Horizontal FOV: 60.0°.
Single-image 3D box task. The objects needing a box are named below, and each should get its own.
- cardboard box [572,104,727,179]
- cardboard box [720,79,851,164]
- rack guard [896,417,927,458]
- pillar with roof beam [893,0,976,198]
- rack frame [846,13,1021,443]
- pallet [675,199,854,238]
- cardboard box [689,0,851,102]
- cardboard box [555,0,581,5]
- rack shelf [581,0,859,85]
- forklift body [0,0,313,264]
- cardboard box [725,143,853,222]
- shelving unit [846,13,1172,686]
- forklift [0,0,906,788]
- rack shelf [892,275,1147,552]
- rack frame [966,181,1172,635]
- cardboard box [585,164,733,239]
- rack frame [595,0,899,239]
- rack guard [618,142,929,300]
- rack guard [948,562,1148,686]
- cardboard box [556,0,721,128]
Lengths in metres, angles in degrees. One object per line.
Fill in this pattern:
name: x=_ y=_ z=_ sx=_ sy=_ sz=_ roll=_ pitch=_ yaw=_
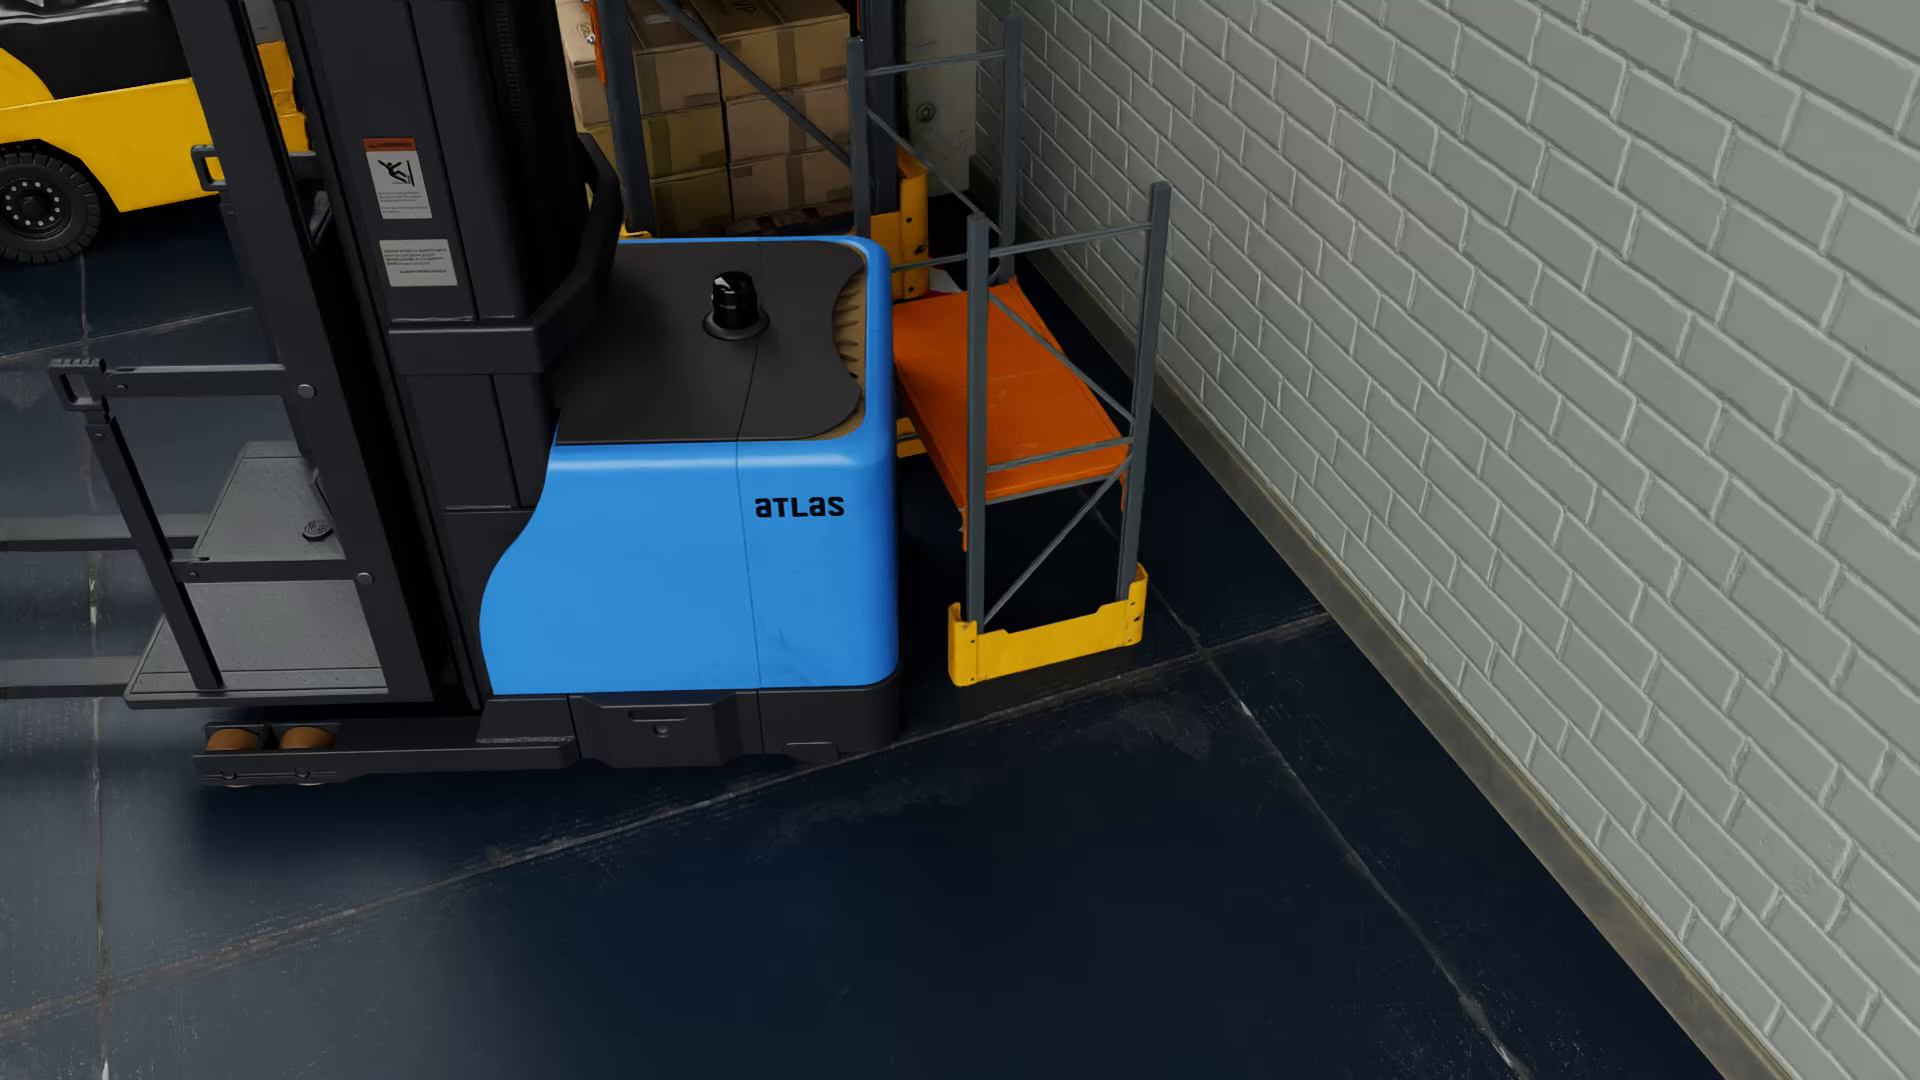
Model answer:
cardboard box: x=-1.188 y=-1.573 z=6.182 sx=0.500 sy=0.250 sz=0.500 roll=-16 pitch=43 yaw=-17
cardboard box: x=-0.701 y=-1.693 z=6.321 sx=0.500 sy=0.250 sz=0.500 roll=-14 pitch=43 yaw=-16
rack guard: x=-0.071 y=-0.374 z=5.493 sx=0.587 sy=0.250 sz=0.087 roll=-13 pitch=42 yaw=-14
pillar with roof beam: x=-4.124 y=-3.897 z=2.879 sx=9.100 sy=9.000 sz=0.400 roll=-15 pitch=43 yaw=-17
rack frame: x=-0.072 y=-0.848 z=5.086 sx=0.500 sy=1.500 sz=0.032 roll=-13 pitch=42 yaw=-14
pallet: x=-1.044 y=-1.445 z=6.768 sx=1.003 sy=0.211 sz=1.213 roll=-15 pitch=43 yaw=-17
cardboard box: x=-0.722 y=-1.884 z=6.160 sx=0.500 sy=0.250 sz=0.500 roll=-16 pitch=43 yaw=-18
cardboard box: x=-1.378 y=-2.053 z=6.357 sx=0.500 sy=0.250 sz=0.500 roll=-14 pitch=43 yaw=-16
rack shelf: x=-1.478 y=-2.984 z=6.971 sx=1.077 sy=0.370 sz=4.000 roll=-15 pitch=43 yaw=-17
forklift body: x=-3.124 y=-2.417 z=6.411 sx=2.313 sy=2.155 sz=1.214 roll=-15 pitch=43 yaw=-17
cardboard box: x=-0.720 y=-1.513 z=6.496 sx=0.500 sy=0.250 sz=0.500 roll=-15 pitch=43 yaw=-17
shelving unit: x=0.090 y=-0.540 z=4.728 sx=0.587 sy=1.500 sz=1.083 roll=-13 pitch=42 yaw=-14
forklift: x=-1.678 y=-0.798 z=3.930 sx=3.031 sy=2.935 sz=1.130 roll=-1 pitch=41 yaw=-1
rack shelf: x=0.093 y=-0.398 z=4.839 sx=0.538 sy=0.185 sz=1.000 roll=-13 pitch=42 yaw=-14
rack frame: x=0.258 y=-0.221 z=4.357 sx=0.500 sy=1.500 sz=0.032 roll=-13 pitch=42 yaw=-14
cardboard box: x=-1.185 y=-1.373 z=6.332 sx=0.500 sy=0.250 sz=0.500 roll=-15 pitch=43 yaw=-17
rack frame: x=-0.713 y=-2.052 z=5.335 sx=1.000 sy=3.000 sz=0.127 roll=-15 pitch=43 yaw=-17
rack guard: x=-0.704 y=-1.089 z=6.133 sx=1.175 sy=0.500 sz=0.348 roll=-15 pitch=43 yaw=-17
rack guard: x=0.252 y=0.241 z=4.778 sx=0.587 sy=0.250 sz=0.087 roll=-13 pitch=42 yaw=-14
cardboard box: x=-1.177 y=-1.747 z=6.001 sx=0.500 sy=0.250 sz=0.500 roll=-14 pitch=43 yaw=-15
